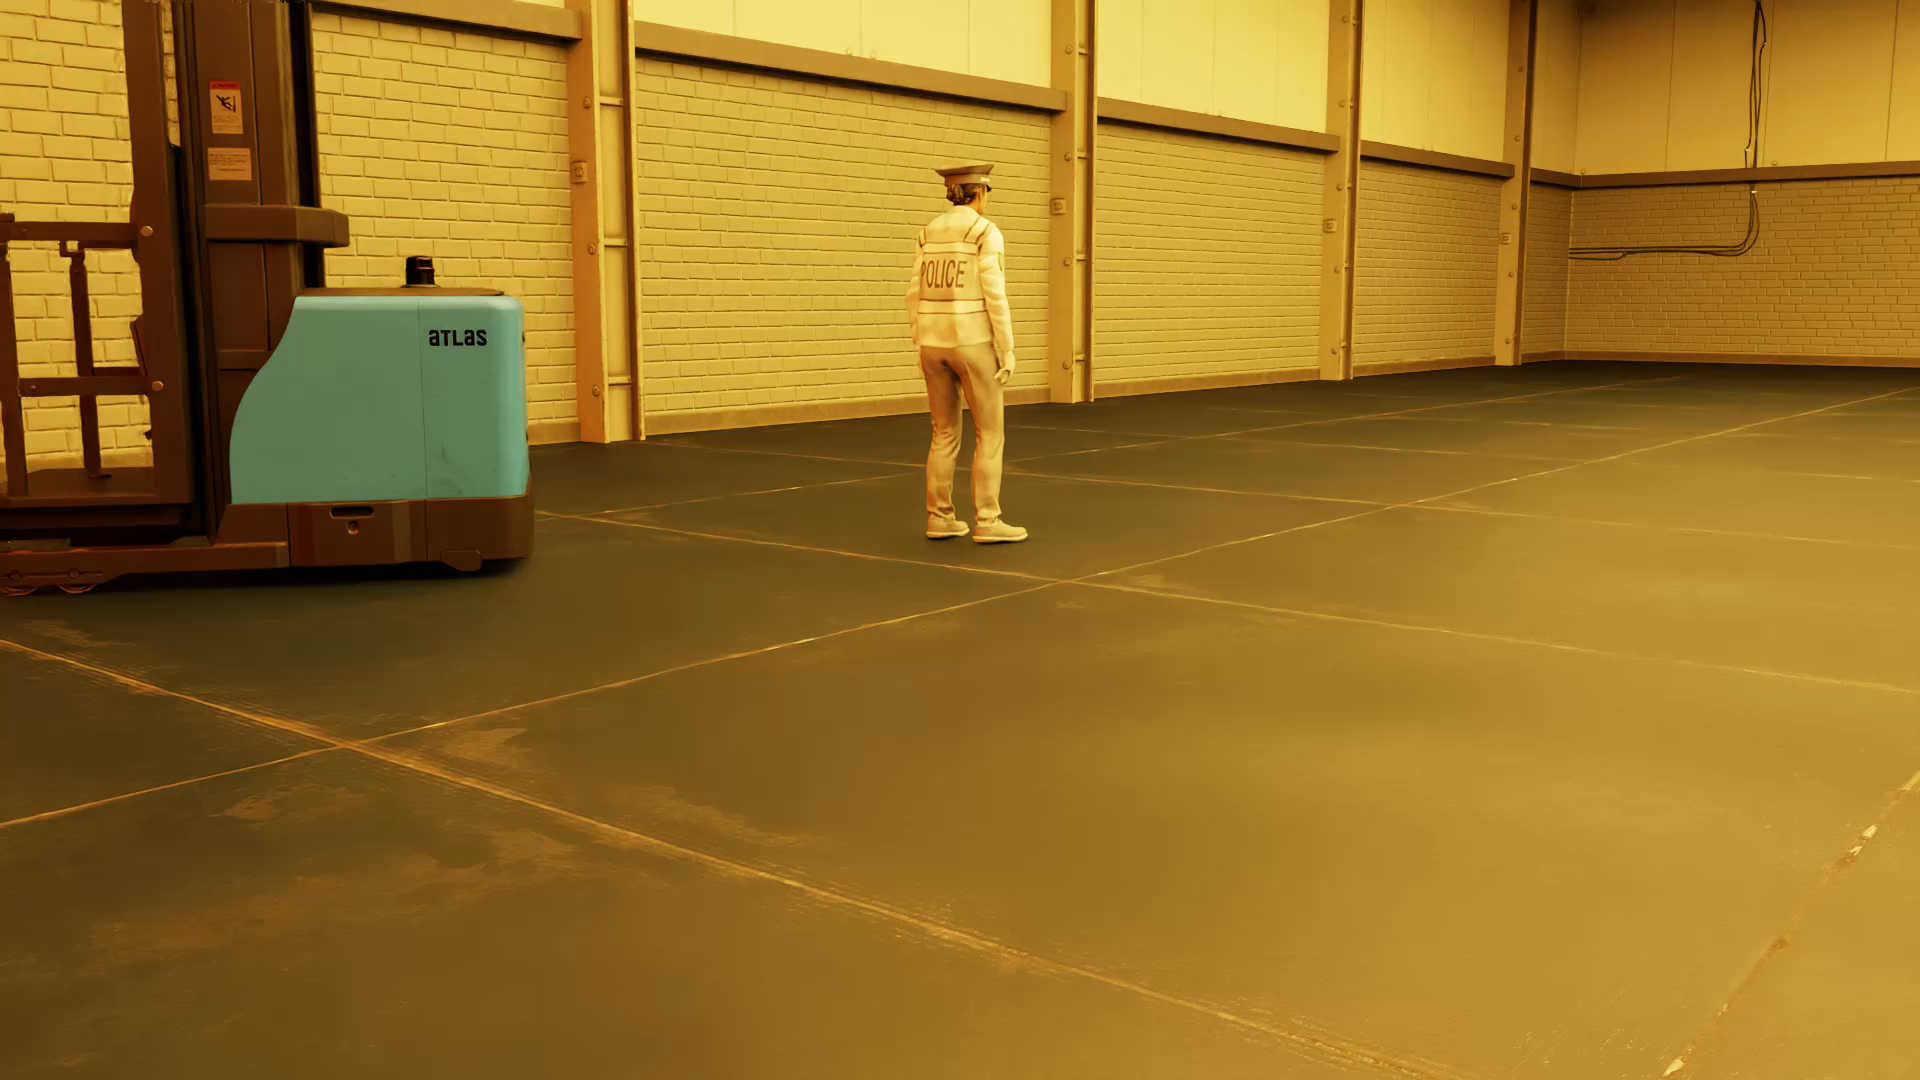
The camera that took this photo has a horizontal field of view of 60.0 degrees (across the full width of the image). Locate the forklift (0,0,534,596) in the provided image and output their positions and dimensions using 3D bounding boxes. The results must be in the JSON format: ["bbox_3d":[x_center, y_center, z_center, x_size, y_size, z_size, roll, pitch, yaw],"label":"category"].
[{"bbox_3d":[-3.256,-1.332,6.383,3.031,2.935,1.130,-2,9,-13],"label":"forklift"}]

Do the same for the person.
[{"bbox_3d":[0.010,-0.826,7.314,0.529,1.663,0.372,6,10,37],"label":"person"}]
